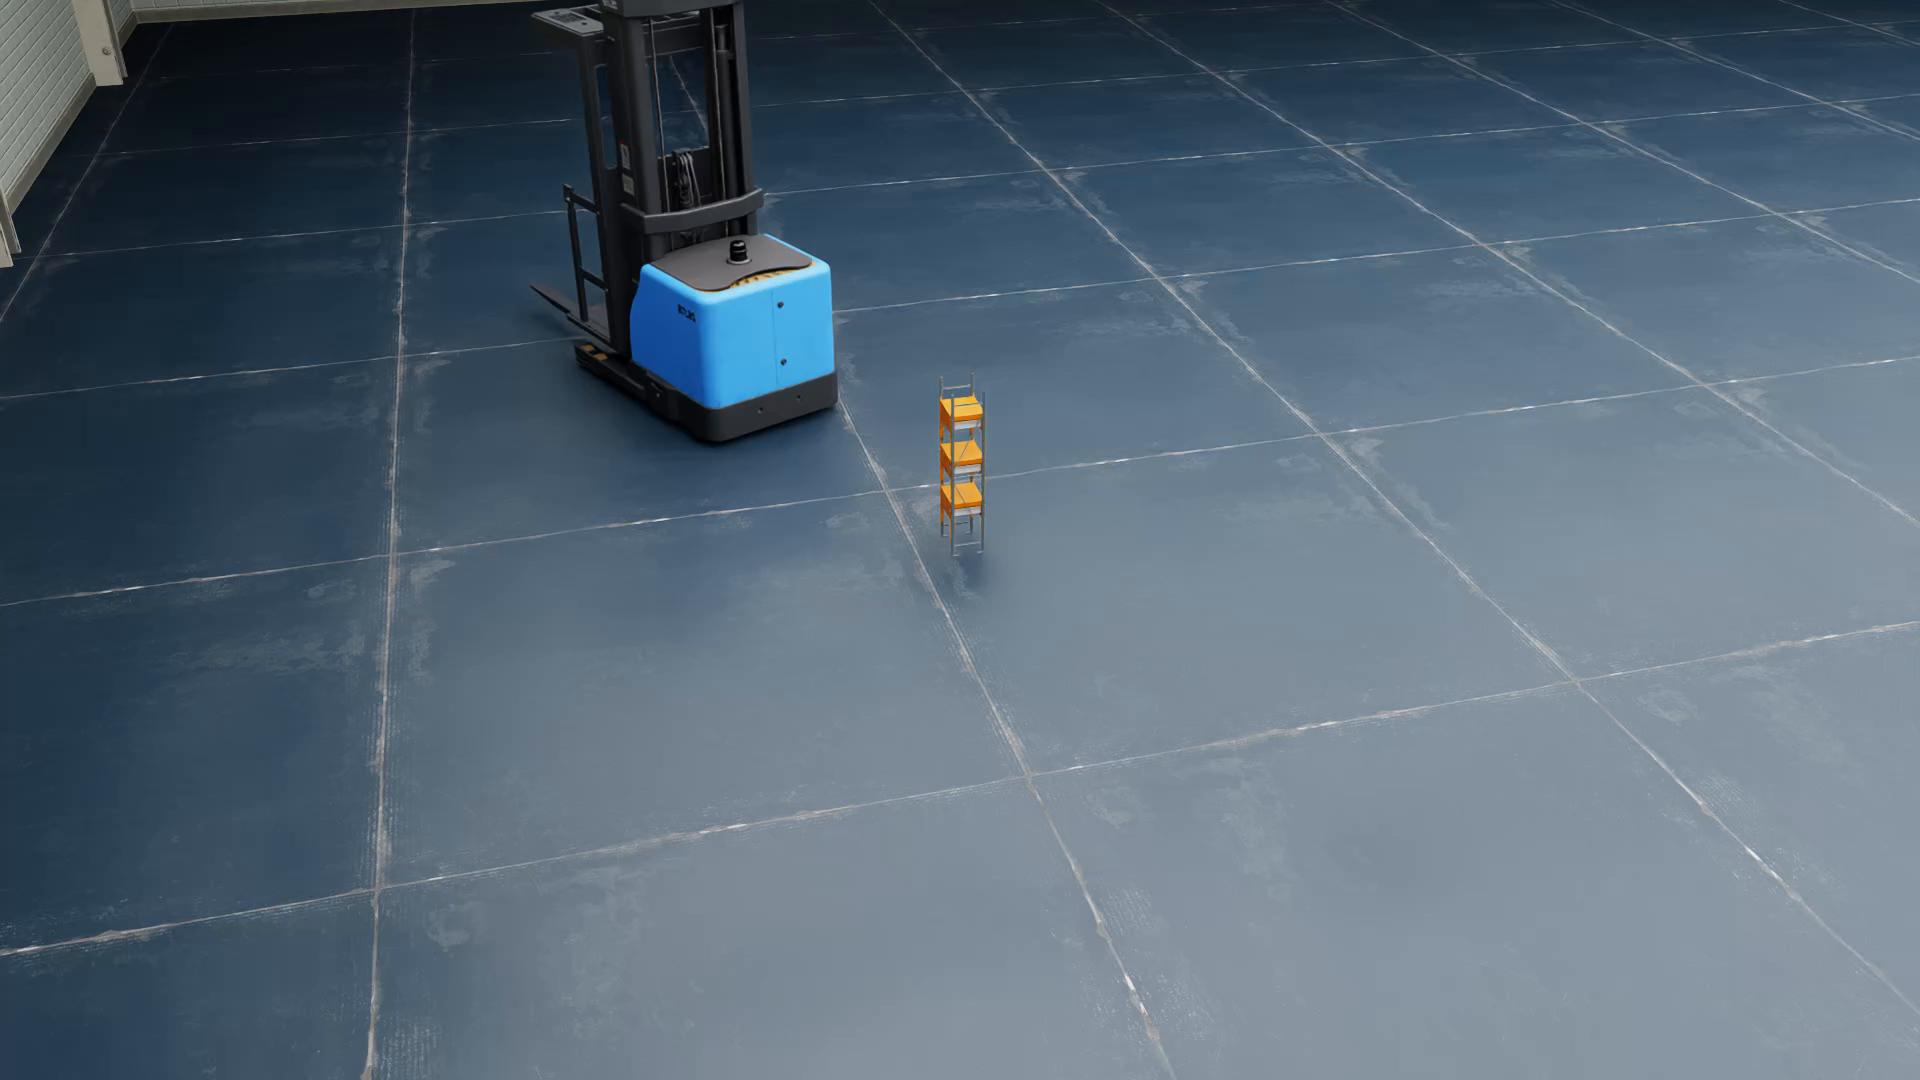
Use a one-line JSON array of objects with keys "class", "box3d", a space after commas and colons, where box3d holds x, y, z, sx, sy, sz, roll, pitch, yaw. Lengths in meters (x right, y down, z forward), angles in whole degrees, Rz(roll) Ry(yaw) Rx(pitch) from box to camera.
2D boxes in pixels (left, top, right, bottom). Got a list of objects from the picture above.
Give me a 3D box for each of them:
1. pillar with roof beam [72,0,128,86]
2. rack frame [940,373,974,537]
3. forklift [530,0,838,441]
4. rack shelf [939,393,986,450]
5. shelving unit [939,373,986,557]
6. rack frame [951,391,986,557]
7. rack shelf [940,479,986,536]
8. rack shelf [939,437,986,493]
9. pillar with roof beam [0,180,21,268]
[{"class": "pillar with roof beam", "box3d": [-5.594, -9.733, 17.814, 9.100, 9.000, 0.400, -8, 31, -13]}, {"class": "rack frame", "box3d": [-0.018, -0.487, 9.775, 0.200, 1.050, 0.008, -8, 31, -13]}, {"class": "forklift", "box3d": [-2.155, -2.590, 11.529, 1.130, 2.935, 3.031, -22, 37, -33]}, {"class": "rack shelf", "box3d": [0.014, -0.665, 9.537, 0.215, 0.259, 0.240, -8, 31, -13]}, {"class": "shelving unit", "box3d": [0.014, -0.429, 9.673, 0.215, 1.050, 0.252, -8, 31, -13]}, {"class": "rack frame", "box3d": [0.047, -0.370, 9.572, 0.200, 1.050, 0.008, -8, 31, -13]}, {"class": "rack shelf", "box3d": [0.014, -0.179, 9.818, 0.215, 0.259, 0.240, -8, 31, -13]}, {"class": "rack shelf", "box3d": [0.014, -0.419, 9.679, 0.215, 0.259, 0.240, -8, 31, -13]}, {"class": "pillar with roof beam", "box3d": [-4.002, -6.835, 12.808, 9.100, 9.000, 0.400, -8, 31, -13]}]
